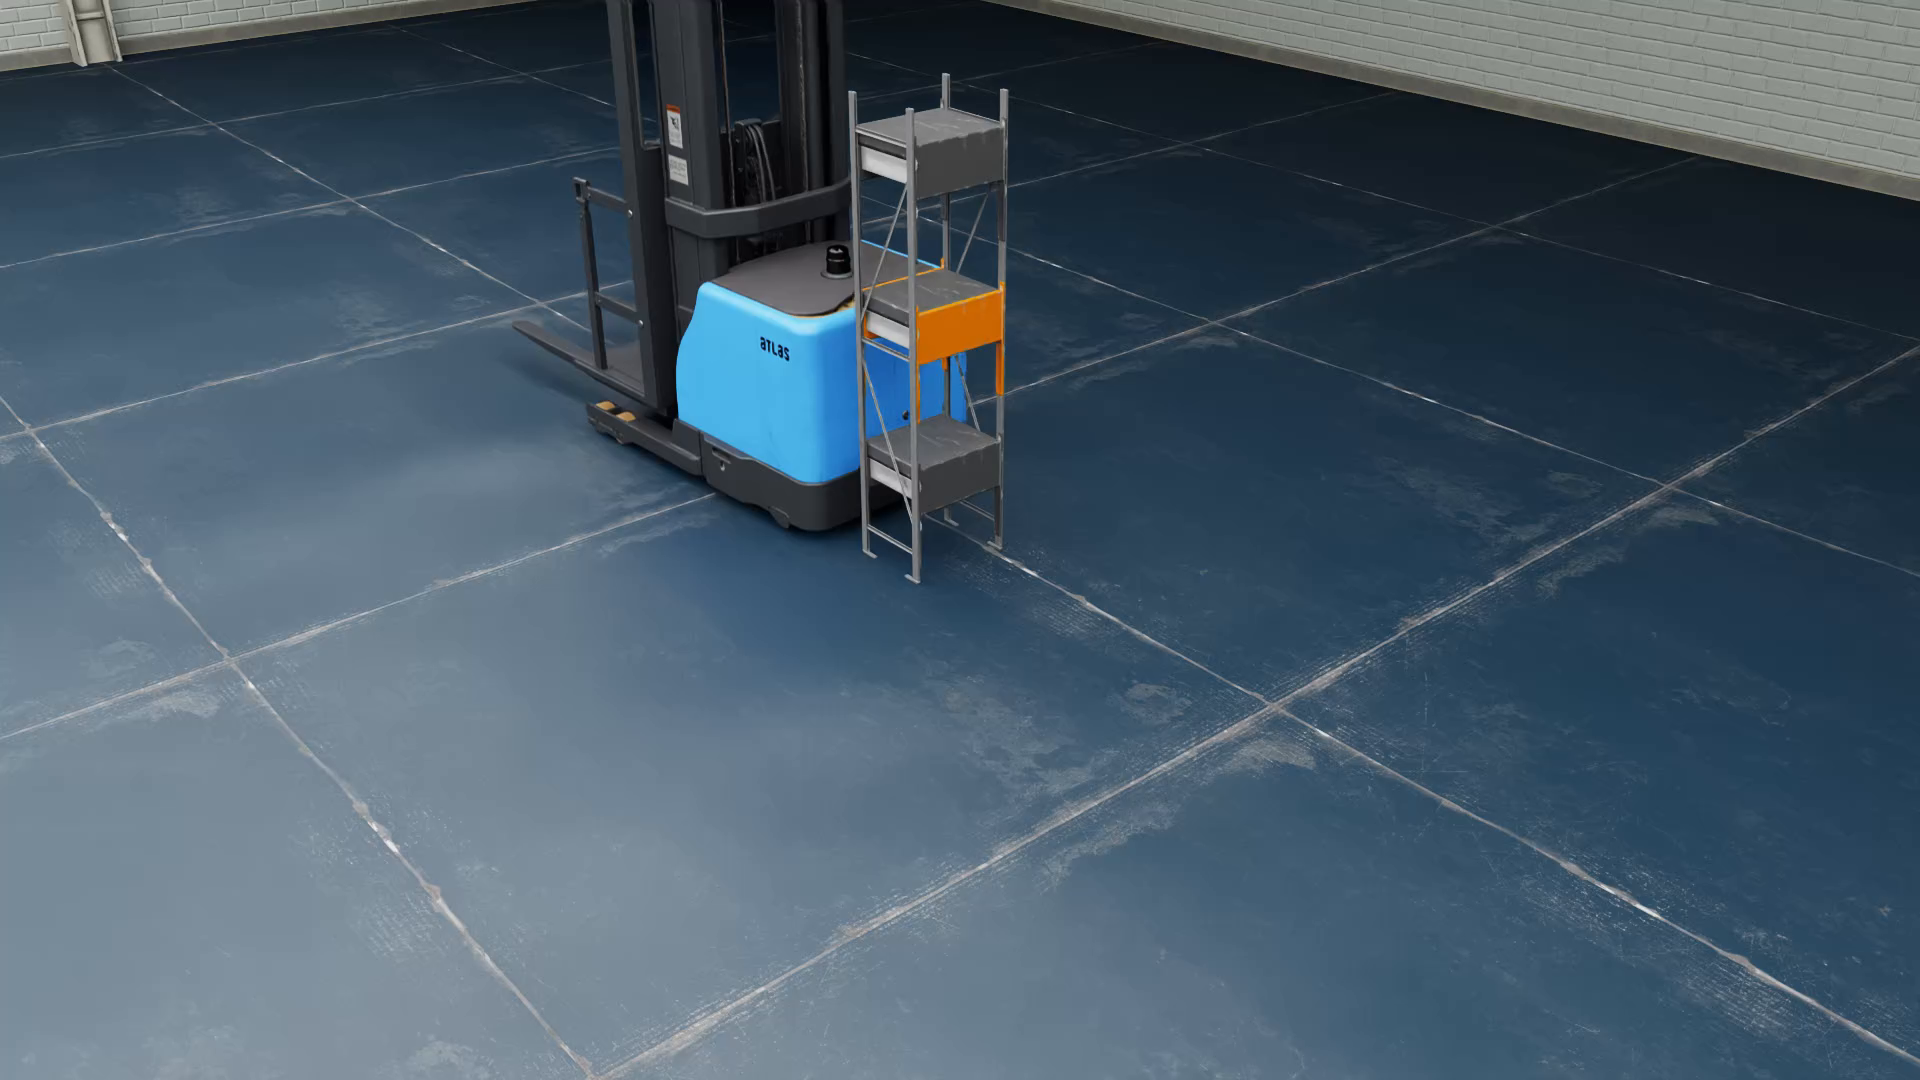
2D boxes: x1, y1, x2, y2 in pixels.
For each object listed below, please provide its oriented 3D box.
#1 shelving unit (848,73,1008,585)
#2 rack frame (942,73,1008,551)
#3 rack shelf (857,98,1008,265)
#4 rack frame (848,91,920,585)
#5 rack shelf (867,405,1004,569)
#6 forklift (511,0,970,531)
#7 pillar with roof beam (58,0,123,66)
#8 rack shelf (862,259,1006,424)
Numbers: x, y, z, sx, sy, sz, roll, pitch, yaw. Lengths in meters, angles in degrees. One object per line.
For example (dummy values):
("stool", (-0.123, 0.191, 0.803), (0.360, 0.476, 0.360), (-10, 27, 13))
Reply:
("shelving unit", (-0.126, -0.875, 7.160), (0.503, 2.100, 0.431), (-22, 35, -35))
("rack frame", (0.060, -0.950, 7.300), (0.015, 2.100, 0.400), (-22, 35, -35))
("rack shelf", (-0.126, -1.481, 6.837), (0.480, 0.518, 0.431), (-22, 35, -35))
("rack frame", (-0.312, -0.801, 7.021), (0.015, 2.100, 0.400), (-22, 35, -35))
("rack shelf", (-0.126, -0.246, 7.497), (0.480, 0.518, 0.431), (-22, 35, -35))
("forklift", (-1.324, -1.939, 8.268), (1.130, 2.935, 3.031), (-24, 36, -37))
("pillar with roof beam", (-5.920, -7.266, 11.800), (0.400, 9.000, 9.100), (-22, 35, -35))
("rack shelf", (-0.126, -0.863, 7.167), (0.480, 0.518, 0.431), (-22, 35, -35))
